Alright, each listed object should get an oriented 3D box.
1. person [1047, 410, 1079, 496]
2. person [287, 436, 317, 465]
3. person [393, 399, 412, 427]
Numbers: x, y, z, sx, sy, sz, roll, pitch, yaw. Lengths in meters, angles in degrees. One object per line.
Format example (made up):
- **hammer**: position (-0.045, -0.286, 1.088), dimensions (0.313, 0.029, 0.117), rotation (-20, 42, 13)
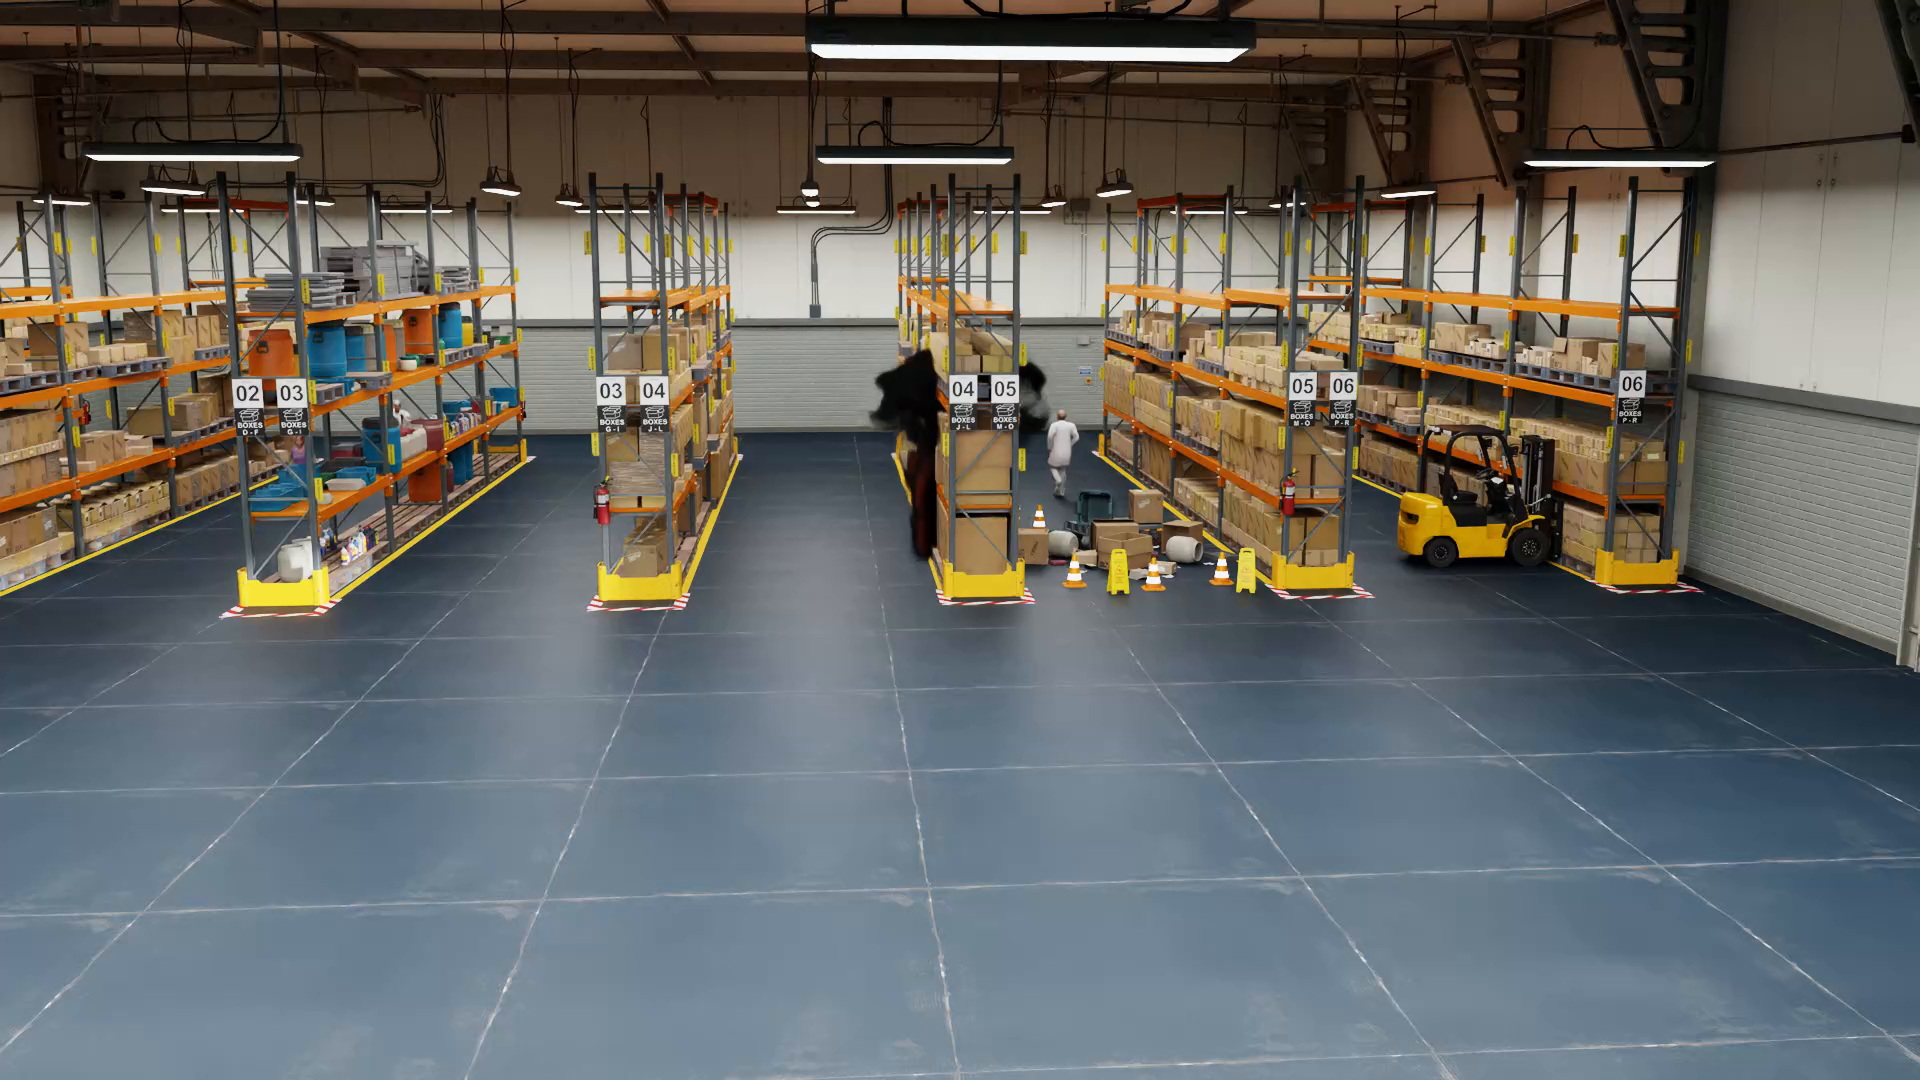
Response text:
- **person**: position (2.059, -1.762, 33.709), dimensions (0.715, 1.724, 0.633), rotation (-3, 10, -15)
- **person**: position (-12.327, -1.220, 31.204), dimensions (0.525, 1.562, 0.673), rotation (-2, 10, -11)
- **person**: position (-12.519, -2.315, 37.171), dimensions (0.619, 1.690, 0.839), rotation (-1, 10, -8)
